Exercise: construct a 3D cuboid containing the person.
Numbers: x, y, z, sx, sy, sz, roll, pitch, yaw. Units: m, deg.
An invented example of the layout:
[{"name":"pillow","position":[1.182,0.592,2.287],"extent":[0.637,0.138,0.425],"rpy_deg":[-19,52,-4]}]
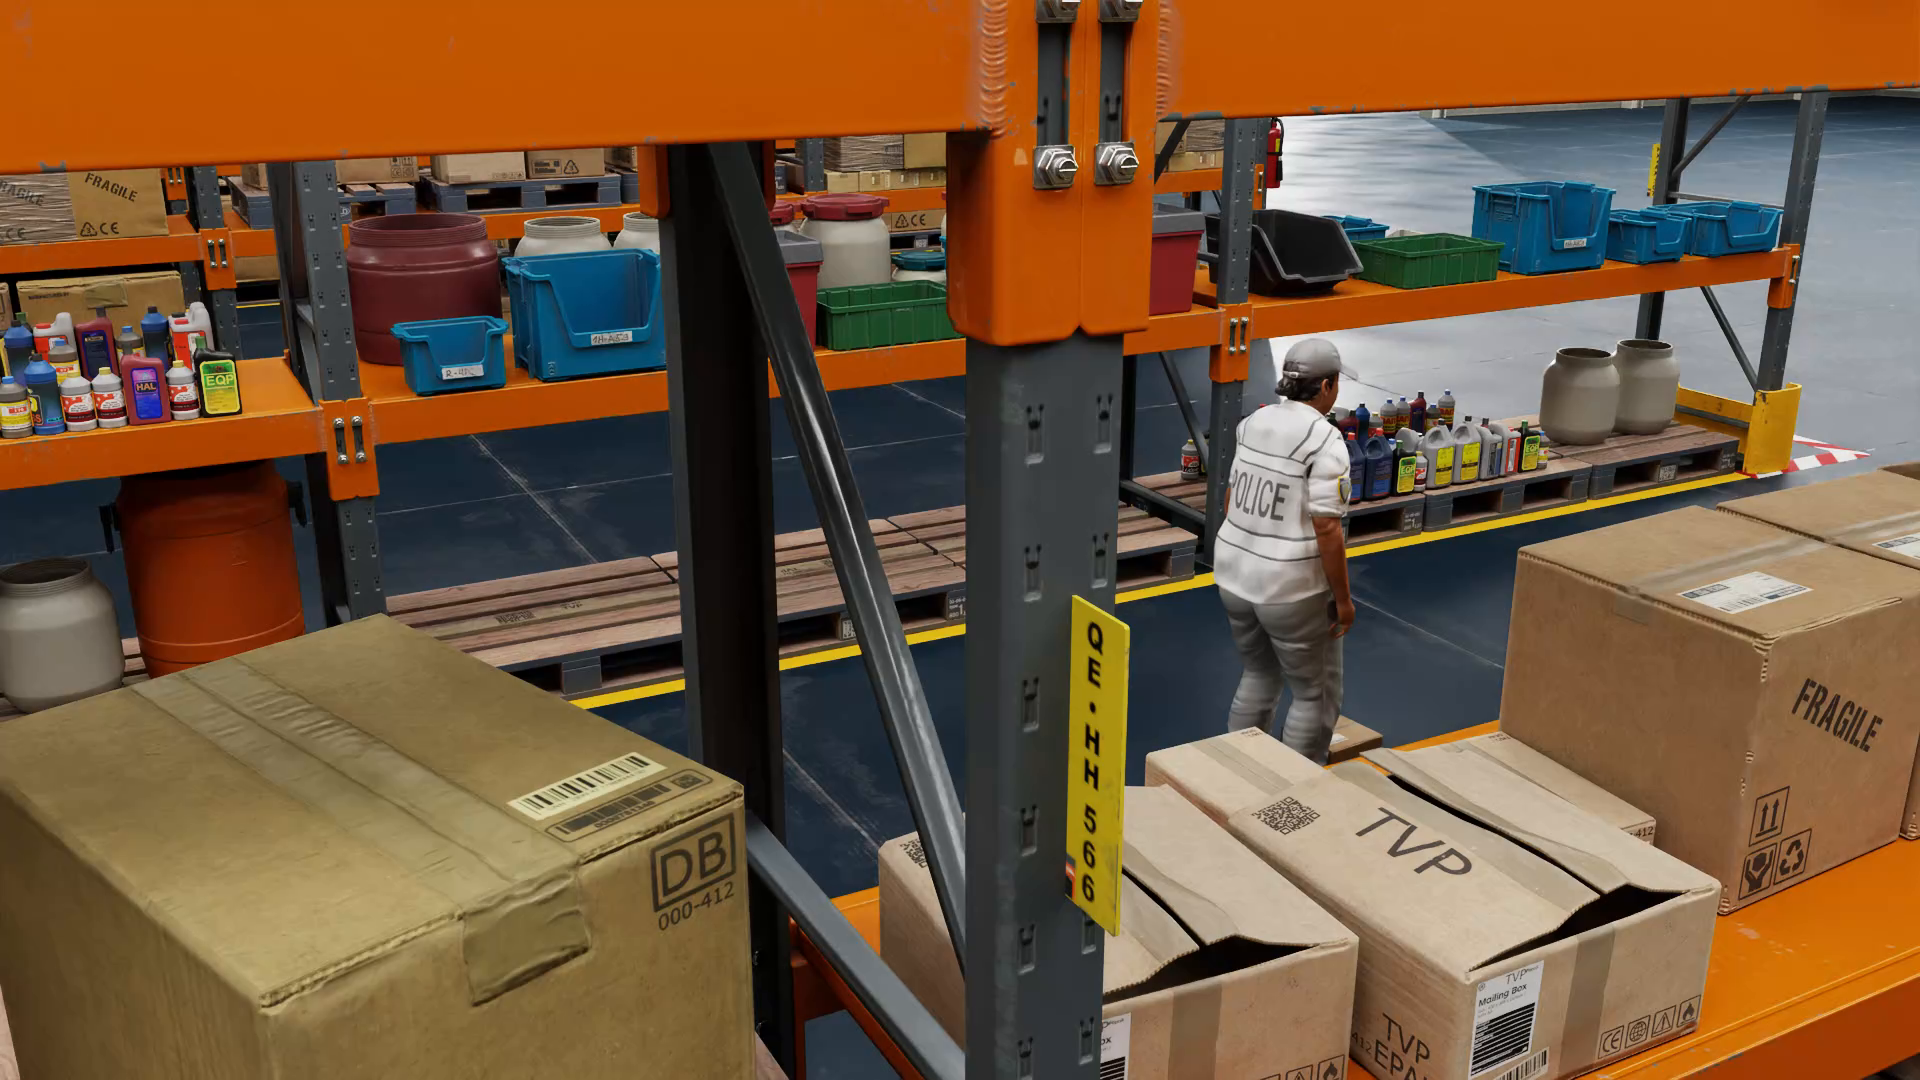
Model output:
[{"name":"person","position":[1.121,0.153,5.594],"extent":[0.465,1.667,0.564],"rpy_deg":[-11,22,-30]}]
